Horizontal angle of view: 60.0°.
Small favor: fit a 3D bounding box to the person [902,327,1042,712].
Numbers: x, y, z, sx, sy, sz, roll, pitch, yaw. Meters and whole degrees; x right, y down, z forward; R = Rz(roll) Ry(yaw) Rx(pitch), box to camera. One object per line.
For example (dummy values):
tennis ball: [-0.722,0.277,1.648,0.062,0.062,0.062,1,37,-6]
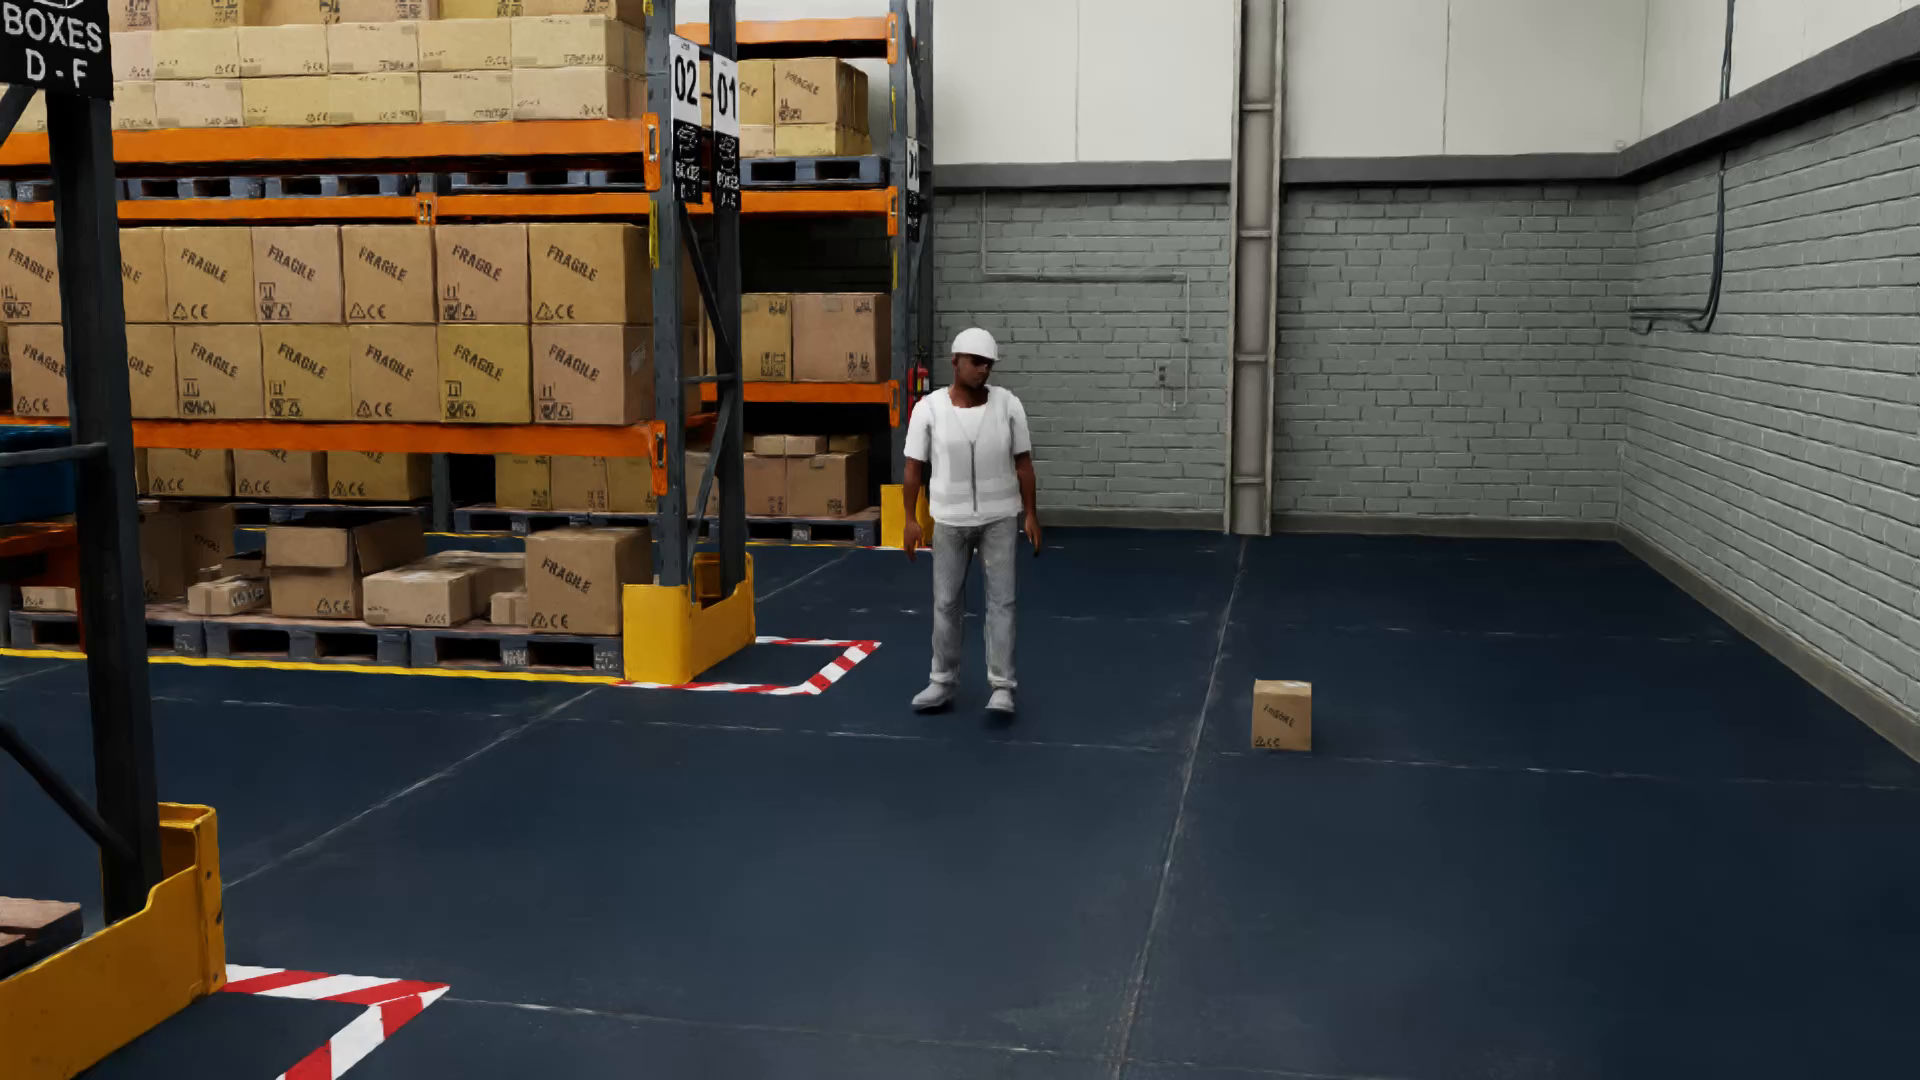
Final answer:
person: [0.057,-0.087,7.636,0.647,1.765,0.530,0,8,0]
